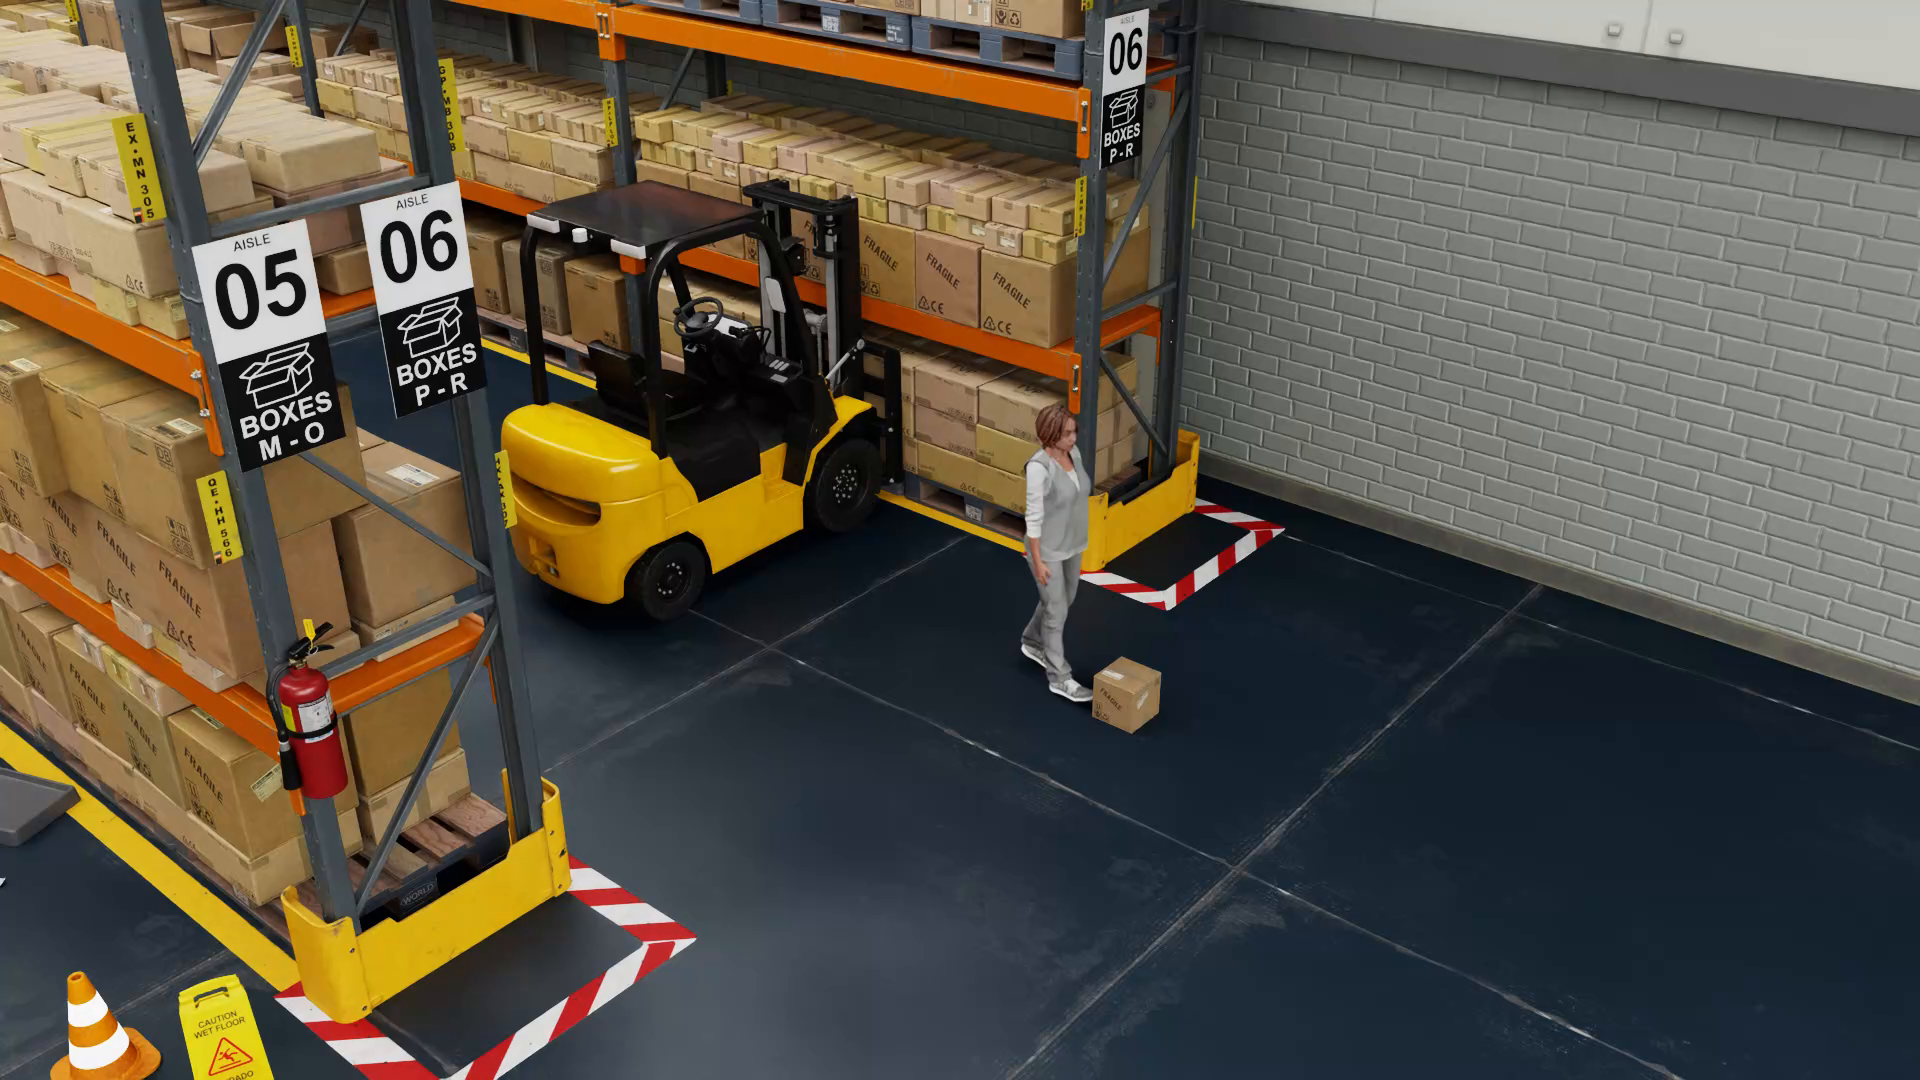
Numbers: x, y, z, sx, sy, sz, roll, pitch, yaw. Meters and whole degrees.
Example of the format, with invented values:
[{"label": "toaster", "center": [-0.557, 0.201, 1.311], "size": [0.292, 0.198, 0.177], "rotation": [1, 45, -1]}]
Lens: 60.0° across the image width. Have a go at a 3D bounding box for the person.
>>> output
[{"label": "person", "center": [0.503, 0.065, 8.507], "size": [0.568, 1.617, 0.427], "rotation": [21, 34, 35]}]
